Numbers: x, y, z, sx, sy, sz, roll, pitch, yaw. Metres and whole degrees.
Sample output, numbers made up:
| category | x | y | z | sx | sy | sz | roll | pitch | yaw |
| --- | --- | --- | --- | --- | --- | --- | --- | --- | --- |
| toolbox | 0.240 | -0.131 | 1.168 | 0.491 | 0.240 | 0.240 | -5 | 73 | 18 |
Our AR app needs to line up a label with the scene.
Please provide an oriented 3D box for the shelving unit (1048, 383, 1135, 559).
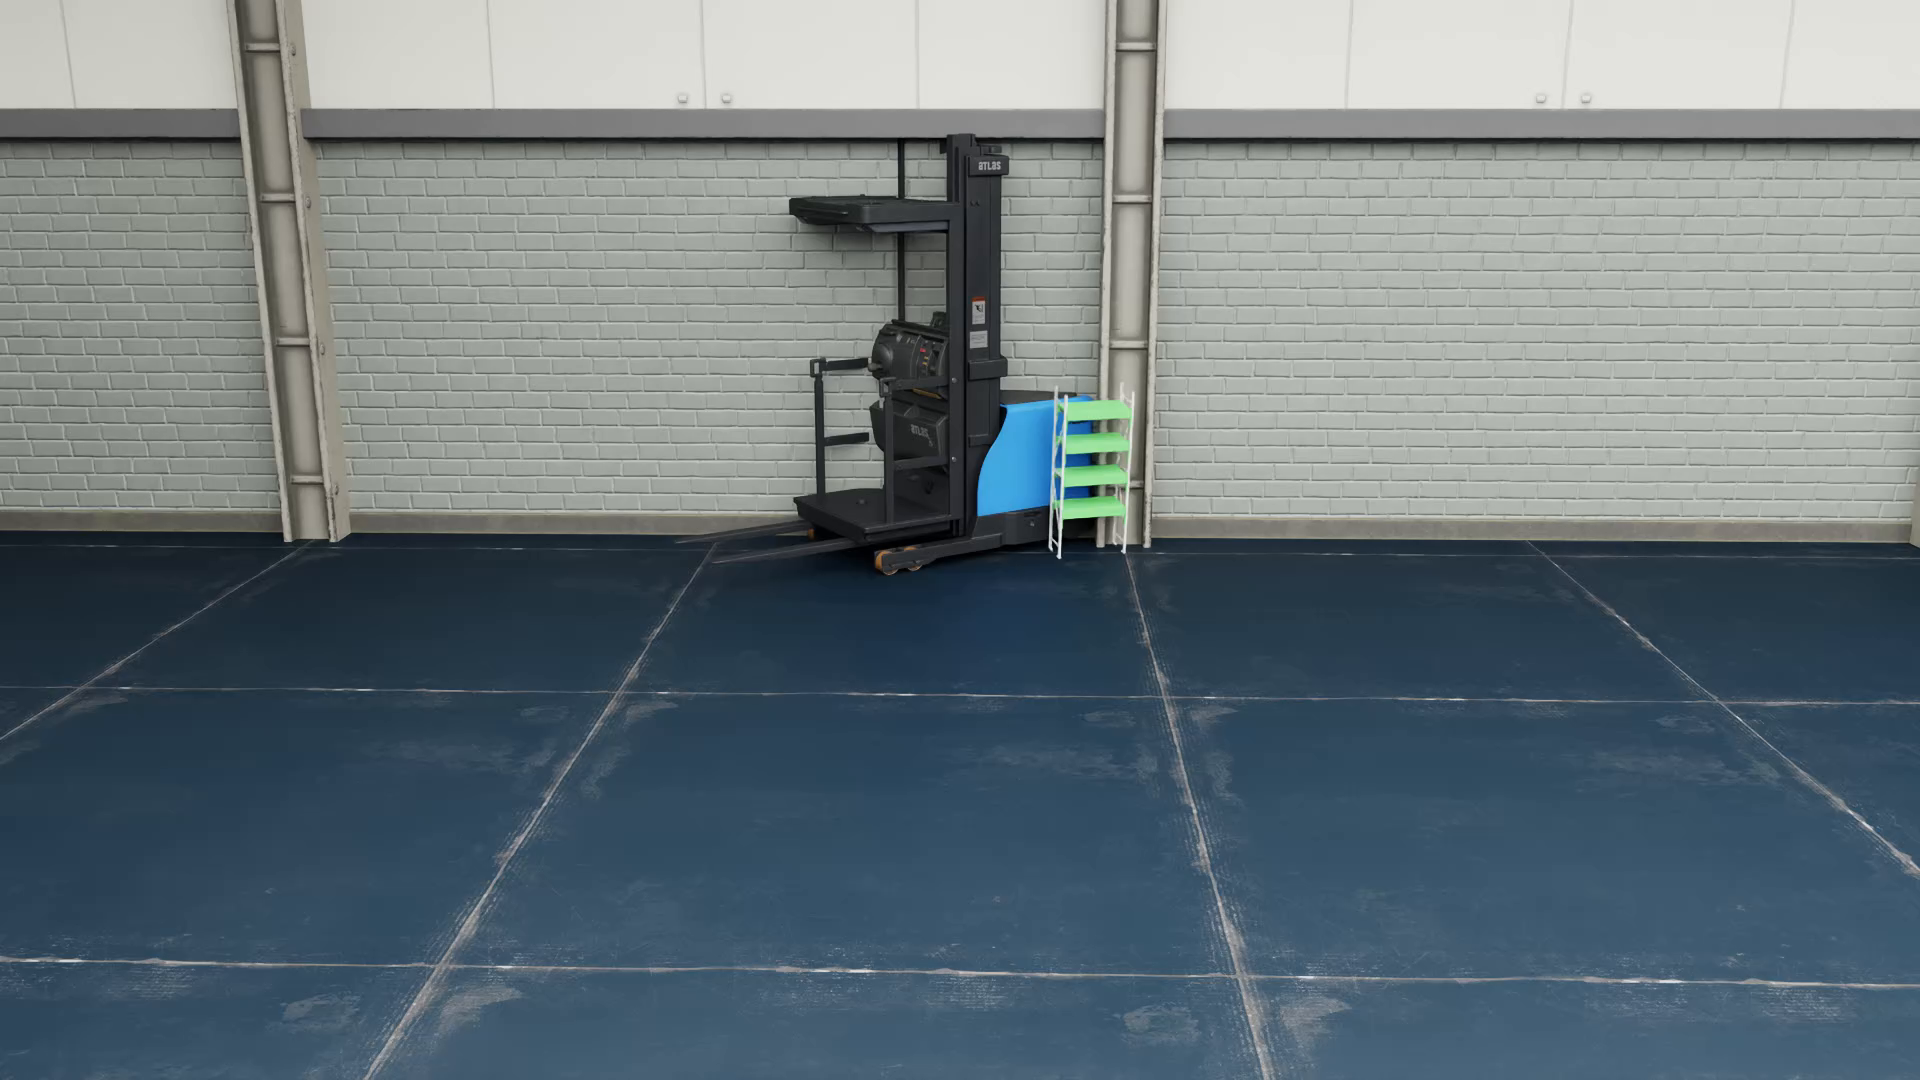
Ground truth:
| category | x | y | z | sx | sy | sz | roll | pitch | yaw |
| --- | --- | --- | --- | --- | --- | --- | --- | --- | --- |
| shelving unit | 0.926 | -0.487 | 11.784 | 0.503 | 1.200 | 0.258 | -4 | 21 | -14 |

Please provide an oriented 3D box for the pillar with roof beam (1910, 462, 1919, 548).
| category | x | y | z | sx | sy | sz | roll | pitch | yaw |
| --- | --- | --- | --- | --- | --- | --- | --- | --- | --- |
| pillar with roof beam | 7.087 | -3.201 | 6.833 | 0.400 | 9.000 | 9.100 | 0 | 15 | 1 |

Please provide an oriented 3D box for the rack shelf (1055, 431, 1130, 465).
| category | x | y | z | sx | sy | sz | roll | pitch | yaw |
| --- | --- | --- | --- | --- | --- | --- | --- | --- | --- |
| rack shelf | 0.930 | -0.652 | 11.722 | 0.480 | 0.148 | 0.258 | -4 | 21 | -14 |

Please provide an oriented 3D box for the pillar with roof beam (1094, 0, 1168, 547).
| category | x | y | z | sx | sy | sz | roll | pitch | yaw |
| --- | --- | --- | --- | --- | --- | --- | --- | --- | --- |
| pillar with roof beam | 1.089 | -3.240 | 6.981 | 0.400 | 9.000 | 9.100 | 0 | 15 | 1 |

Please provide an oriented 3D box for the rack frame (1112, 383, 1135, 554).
| category | x | y | z | sx | sy | sz | roll | pitch | yaw |
| --- | --- | --- | --- | --- | --- | --- | --- | --- | --- |
| rack frame | 1.162 | -0.504 | 11.842 | 0.015 | 1.200 | 0.240 | -4 | 21 | -14 |

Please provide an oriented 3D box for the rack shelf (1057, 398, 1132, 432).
| category | x | y | z | sx | sy | sz | roll | pitch | yaw |
| --- | --- | --- | --- | --- | --- | --- | --- | --- | --- |
| rack shelf | 0.934 | -0.877 | 11.638 | 0.480 | 0.148 | 0.258 | -4 | 21 | -14 |

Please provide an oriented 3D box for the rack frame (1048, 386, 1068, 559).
| category | x | y | z | sx | sy | sz | roll | pitch | yaw |
| --- | --- | --- | --- | --- | --- | --- | --- | --- | --- |
| rack frame | 0.690 | -0.470 | 11.726 | 0.015 | 1.200 | 0.240 | -4 | 21 | -14 |

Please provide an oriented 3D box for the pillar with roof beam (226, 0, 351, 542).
| category | x | y | z | sx | sy | sz | roll | pitch | yaw |
| --- | --- | --- | --- | --- | --- | --- | --- | --- | --- |
| pillar with roof beam | -4.909 | -3.279 | 7.129 | 0.400 | 9.000 | 9.100 | 0 | 15 | 1 |

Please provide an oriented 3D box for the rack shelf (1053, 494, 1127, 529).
| category | x | y | z | sx | sy | sz | roll | pitch | yaw |
| --- | --- | --- | --- | --- | --- | --- | --- | --- | --- |
| rack shelf | 0.920 | -0.203 | 11.891 | 0.480 | 0.148 | 0.258 | -4 | 21 | -14 |

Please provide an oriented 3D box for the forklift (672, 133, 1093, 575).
| category | x | y | z | sx | sy | sz | roll | pitch | yaw |
| --- | --- | --- | --- | --- | --- | --- | --- | --- | --- |
| forklift | -0.529 | -1.331 | 11.638 | 3.031 | 2.935 | 1.130 | -9 | 17 | -31 |

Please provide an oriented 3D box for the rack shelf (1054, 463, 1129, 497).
| category | x | y | z | sx | sy | sz | roll | pitch | yaw |
| --- | --- | --- | --- | --- | --- | --- | --- | --- | --- |
| rack shelf | 0.925 | -0.427 | 11.806 | 0.480 | 0.148 | 0.258 | -4 | 21 | -14 |
